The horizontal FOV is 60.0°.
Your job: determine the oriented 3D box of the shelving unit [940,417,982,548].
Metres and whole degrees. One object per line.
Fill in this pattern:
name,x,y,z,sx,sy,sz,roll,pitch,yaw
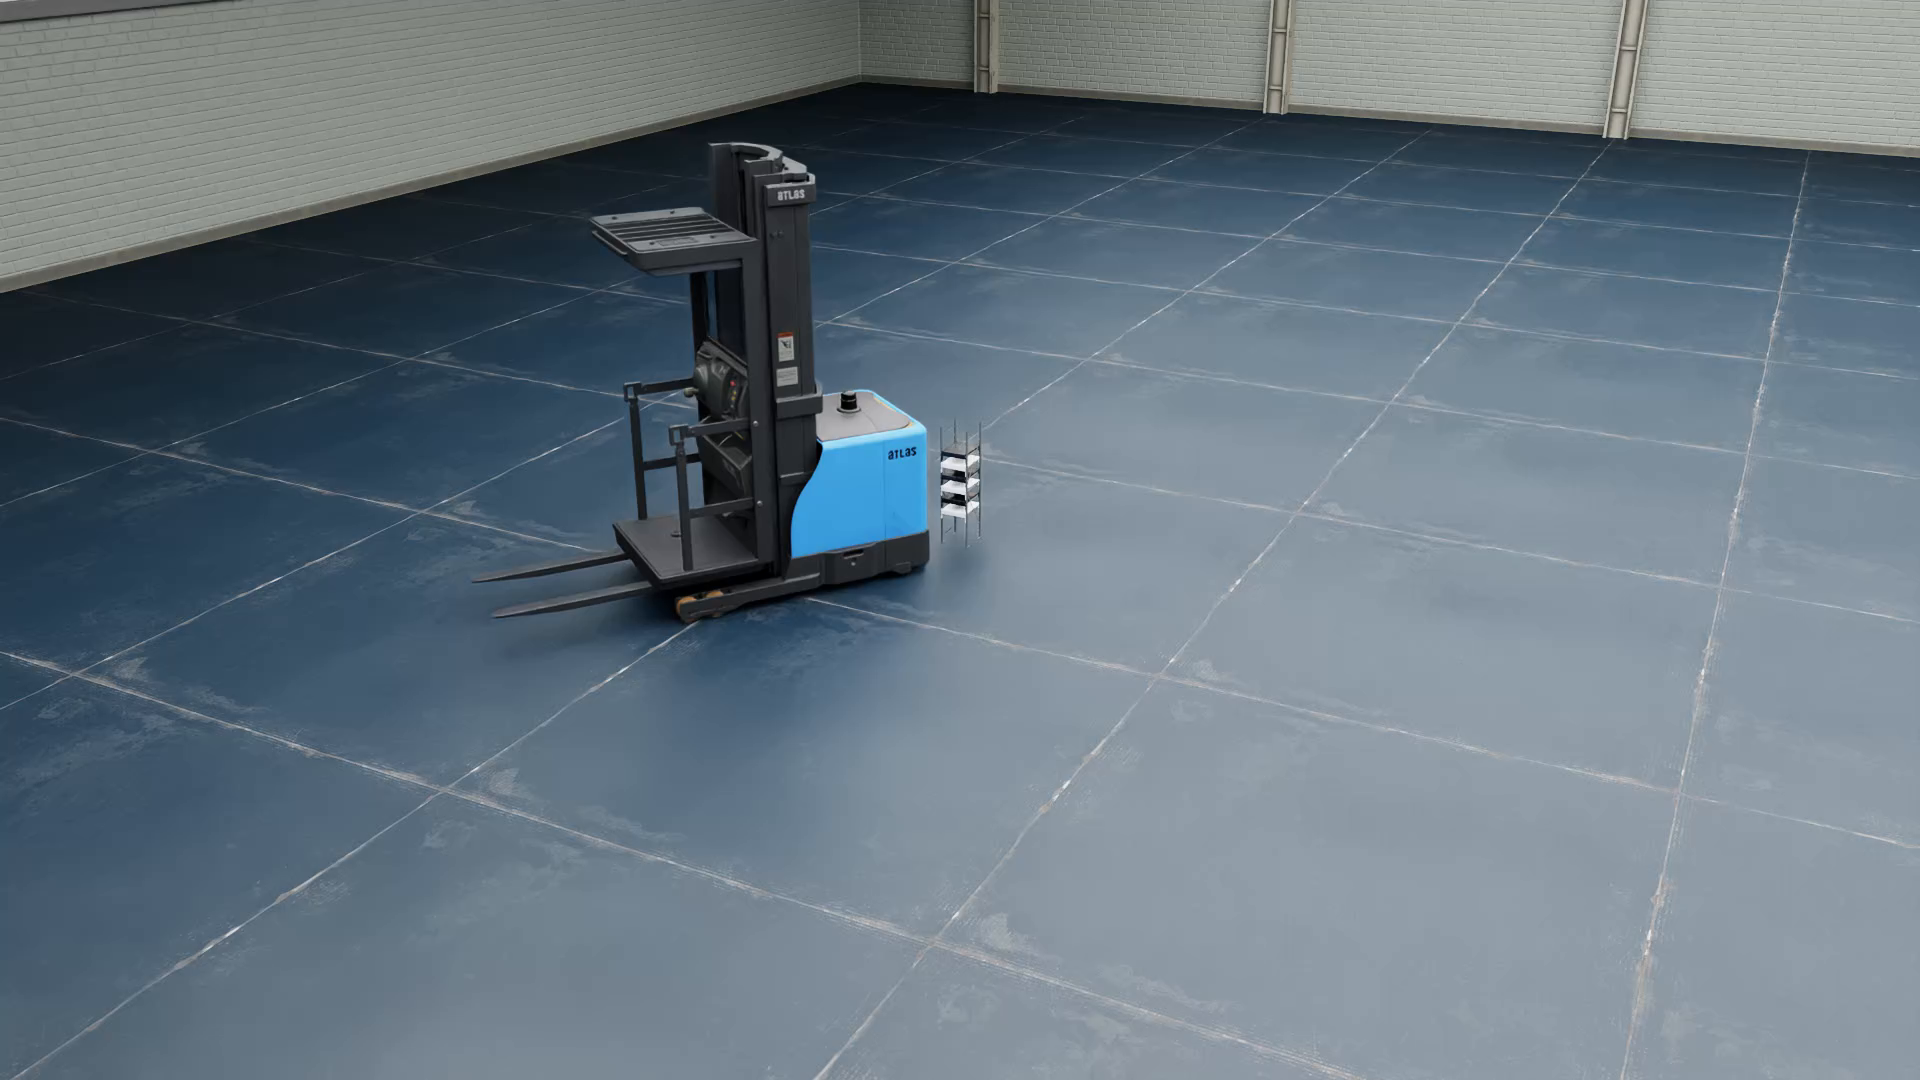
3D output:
shelving unit,0.007,-0.413,12.071,0.210,0.900,0.258,11,25,25

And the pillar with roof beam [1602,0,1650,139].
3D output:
pillar with roof beam,9.288,-9.540,23.183,0.400,9.000,9.100,11,25,25

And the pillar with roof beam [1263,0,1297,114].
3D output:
pillar with roof beam,3.934,-10.599,25.674,0.400,9.000,9.100,11,25,25

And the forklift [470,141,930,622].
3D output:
forklift,-1.765,-1.042,10.954,3.031,2.935,1.130,-11,26,-25

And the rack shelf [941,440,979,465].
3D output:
rack shelf,0.007,-0.630,11.978,0.200,0.077,0.258,11,25,25

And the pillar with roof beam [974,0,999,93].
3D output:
pillar with roof beam,-1.421,-11.658,28.165,0.400,9.000,9.100,11,25,25

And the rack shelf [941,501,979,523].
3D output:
rack shelf,0.007,-0.216,12.154,0.200,0.077,0.258,11,25,25

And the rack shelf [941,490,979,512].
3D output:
rack shelf,0.007,-0.299,12.119,0.200,0.077,0.258,11,25,25

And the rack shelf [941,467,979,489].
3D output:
rack shelf,0.007,-0.465,12.048,0.200,0.077,0.258,11,25,25

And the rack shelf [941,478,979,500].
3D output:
rack shelf,0.007,-0.382,12.084,0.200,0.077,0.258,11,25,25

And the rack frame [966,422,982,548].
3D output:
rack frame,0.098,-0.395,12.028,0.006,0.900,0.240,11,25,25

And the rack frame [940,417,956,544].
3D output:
rack frame,-0.083,-0.431,12.113,0.006,0.900,0.240,11,25,25

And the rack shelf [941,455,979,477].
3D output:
rack shelf,0.007,-0.548,12.013,0.200,0.077,0.258,11,25,25
